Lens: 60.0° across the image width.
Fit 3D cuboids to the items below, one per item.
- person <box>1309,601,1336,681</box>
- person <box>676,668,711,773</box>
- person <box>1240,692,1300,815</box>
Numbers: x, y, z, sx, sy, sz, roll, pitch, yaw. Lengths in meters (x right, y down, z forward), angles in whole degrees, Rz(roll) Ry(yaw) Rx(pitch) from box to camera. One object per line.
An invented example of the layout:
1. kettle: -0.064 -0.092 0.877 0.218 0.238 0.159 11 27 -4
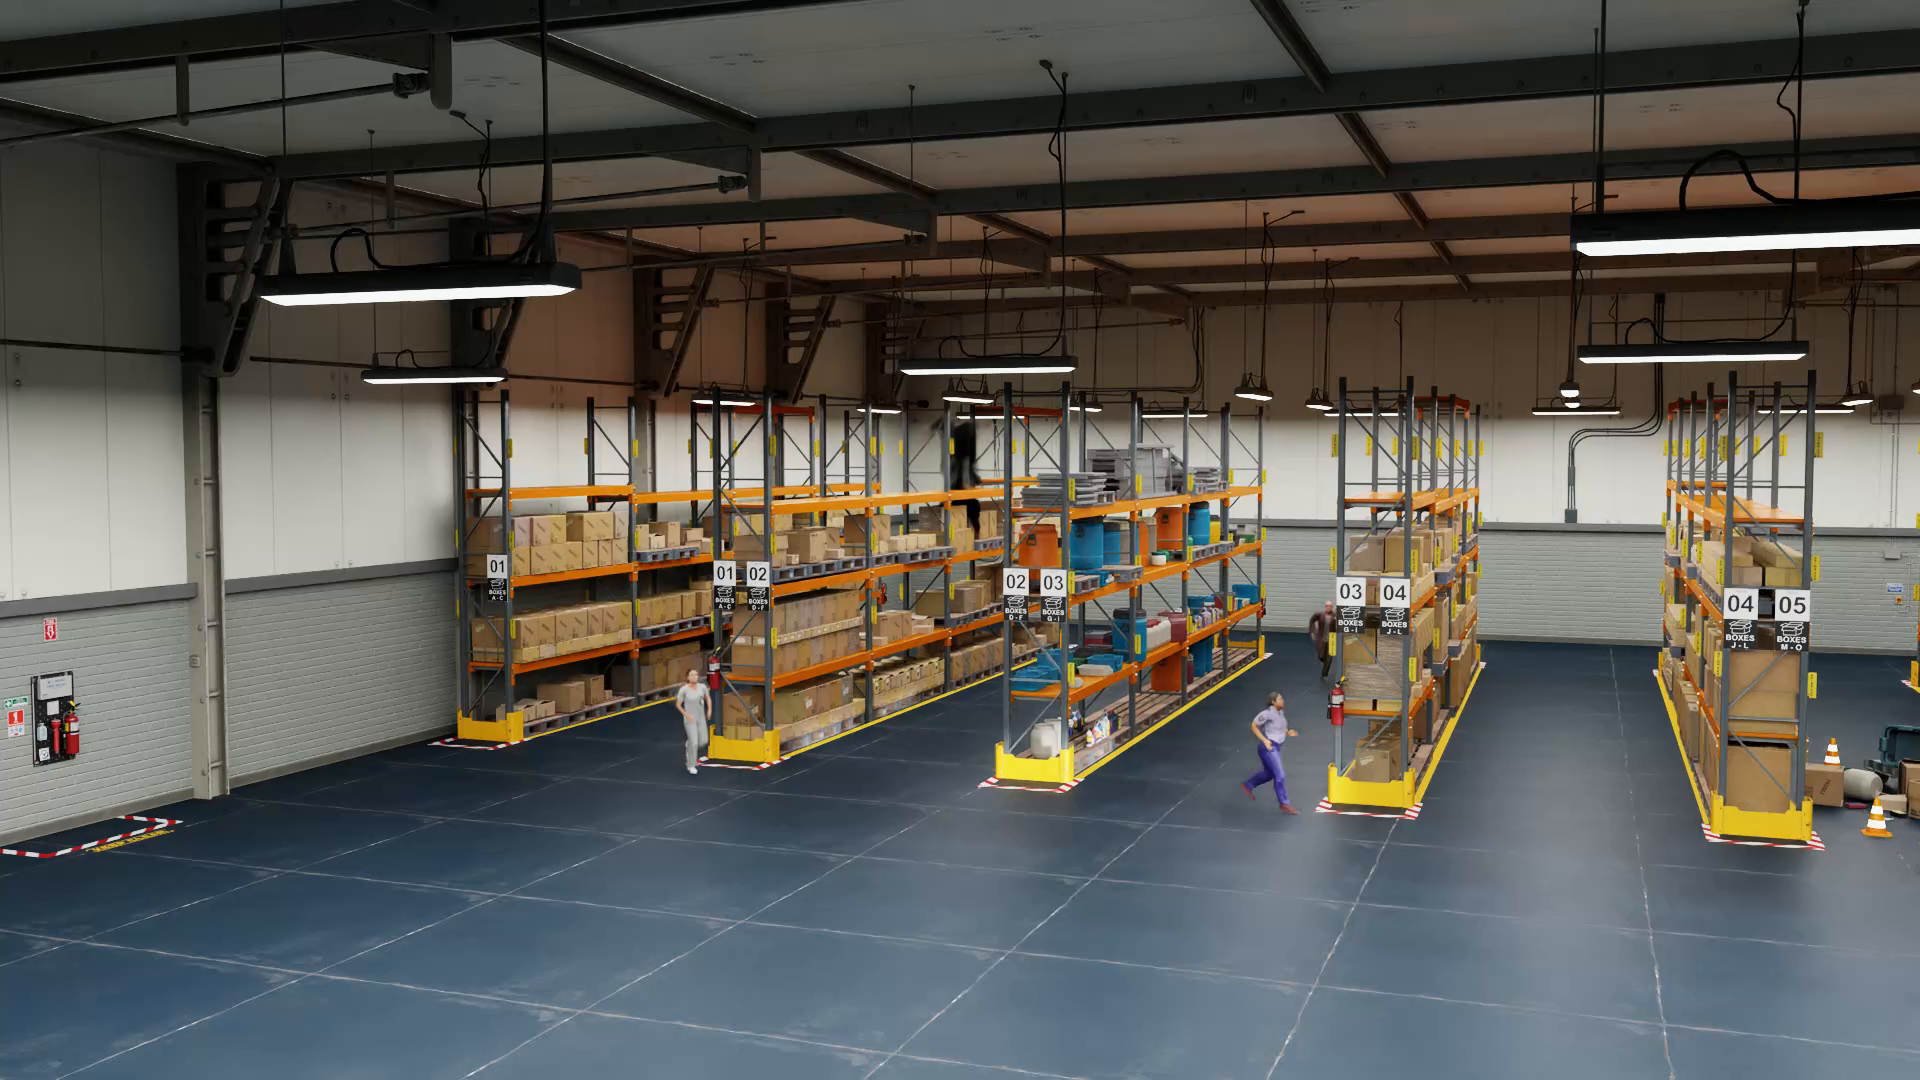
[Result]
1. person: 7.885 2.181 35.839 0.758 1.730 0.716 1 3 18
2. person: -4.120 2.781 25.732 0.590 1.637 0.634 -2 4 -29
3. person: 4.275 2.923 22.977 0.916 1.644 0.619 2 4 32
